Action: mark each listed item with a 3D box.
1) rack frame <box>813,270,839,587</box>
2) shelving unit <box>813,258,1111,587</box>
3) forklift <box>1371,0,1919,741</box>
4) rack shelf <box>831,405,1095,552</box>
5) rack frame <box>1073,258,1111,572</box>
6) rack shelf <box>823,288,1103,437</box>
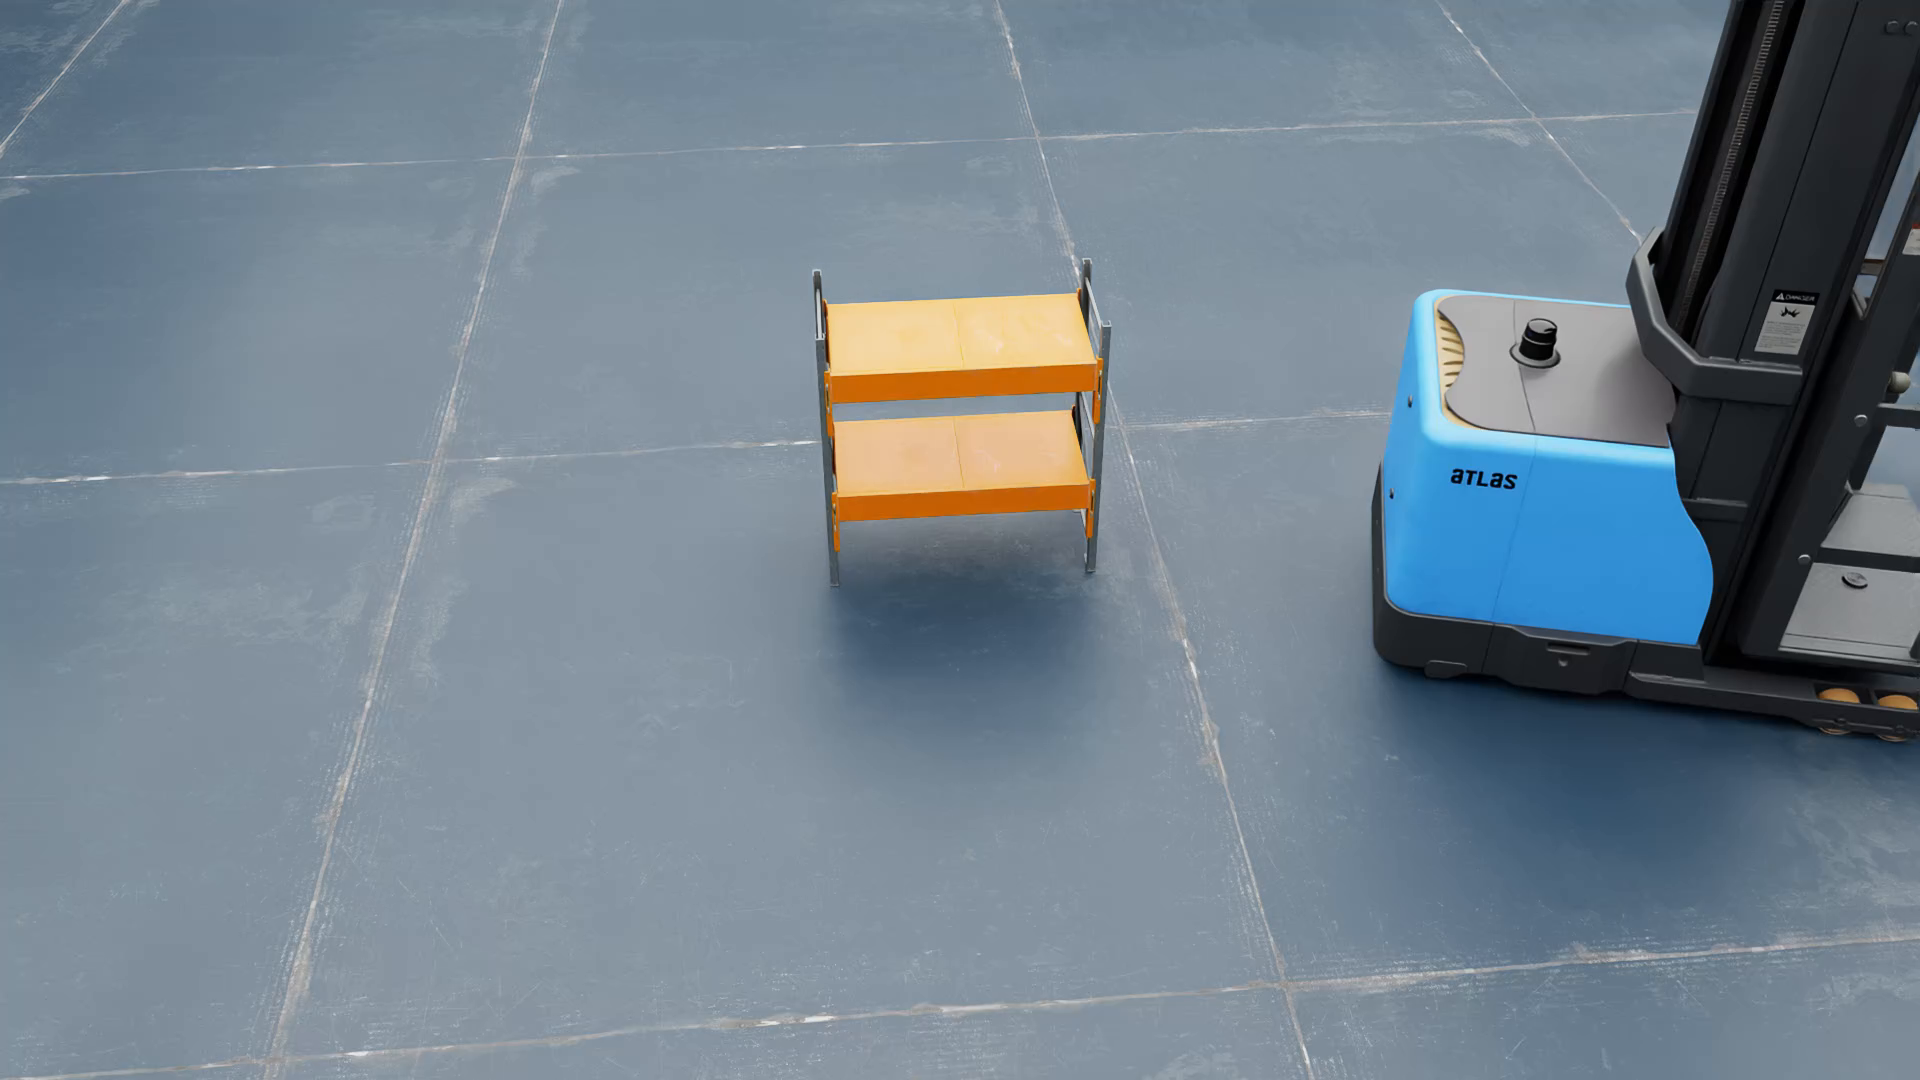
[{"bbox_3d":[-0.513,-0.413,6.366,0.032,1.125,0.500,-3,38,-4],"label":"rack frame"},{"bbox_3d":[-0.007,-0.441,6.401,1.048,1.125,0.538,-3,38,-4],"label":"shelving unit"},{"bbox_3d":[3.096,-0.800,5.398,3.031,2.935,1.130,6,39,8],"label":"forklift"},{"bbox_3d":[-0.007,-0.249,6.553,1.000,0.278,0.538,-3,38,-4],"label":"rack shelf"},{"bbox_3d":[0.500,-0.469,6.436,0.032,1.125,0.500,-3,38,-4],"label":"rack frame"},{"bbox_3d":[-0.007,-0.671,6.220,1.000,0.278,0.538,-3,38,-4],"label":"rack shelf"}]
